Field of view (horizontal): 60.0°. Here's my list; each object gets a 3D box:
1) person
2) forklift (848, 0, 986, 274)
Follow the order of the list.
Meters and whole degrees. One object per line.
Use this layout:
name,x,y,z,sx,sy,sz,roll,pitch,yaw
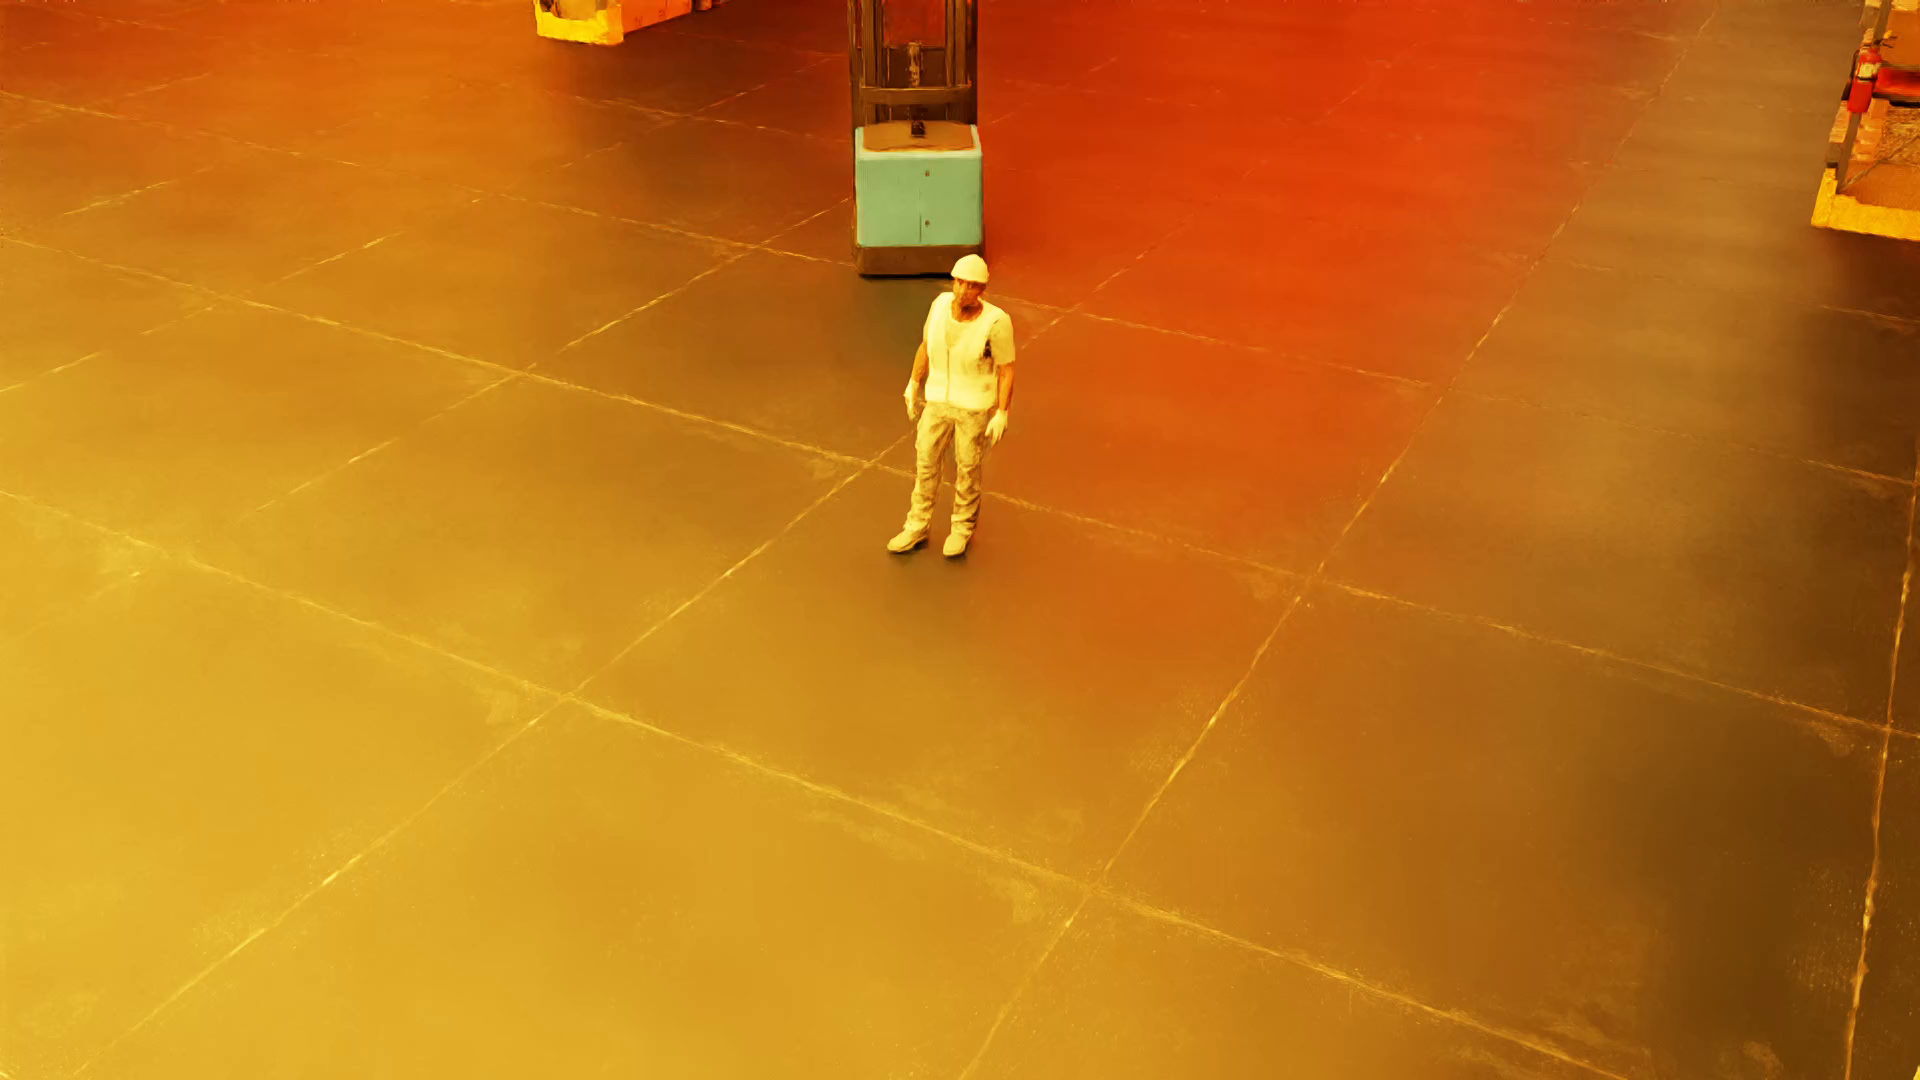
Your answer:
person,-0.042,-0.749,9.502,0.655,1.782,0.576,15,33,25
forklift,-0.405,-4.152,14.265,1.130,2.935,3.031,-2,30,-3
